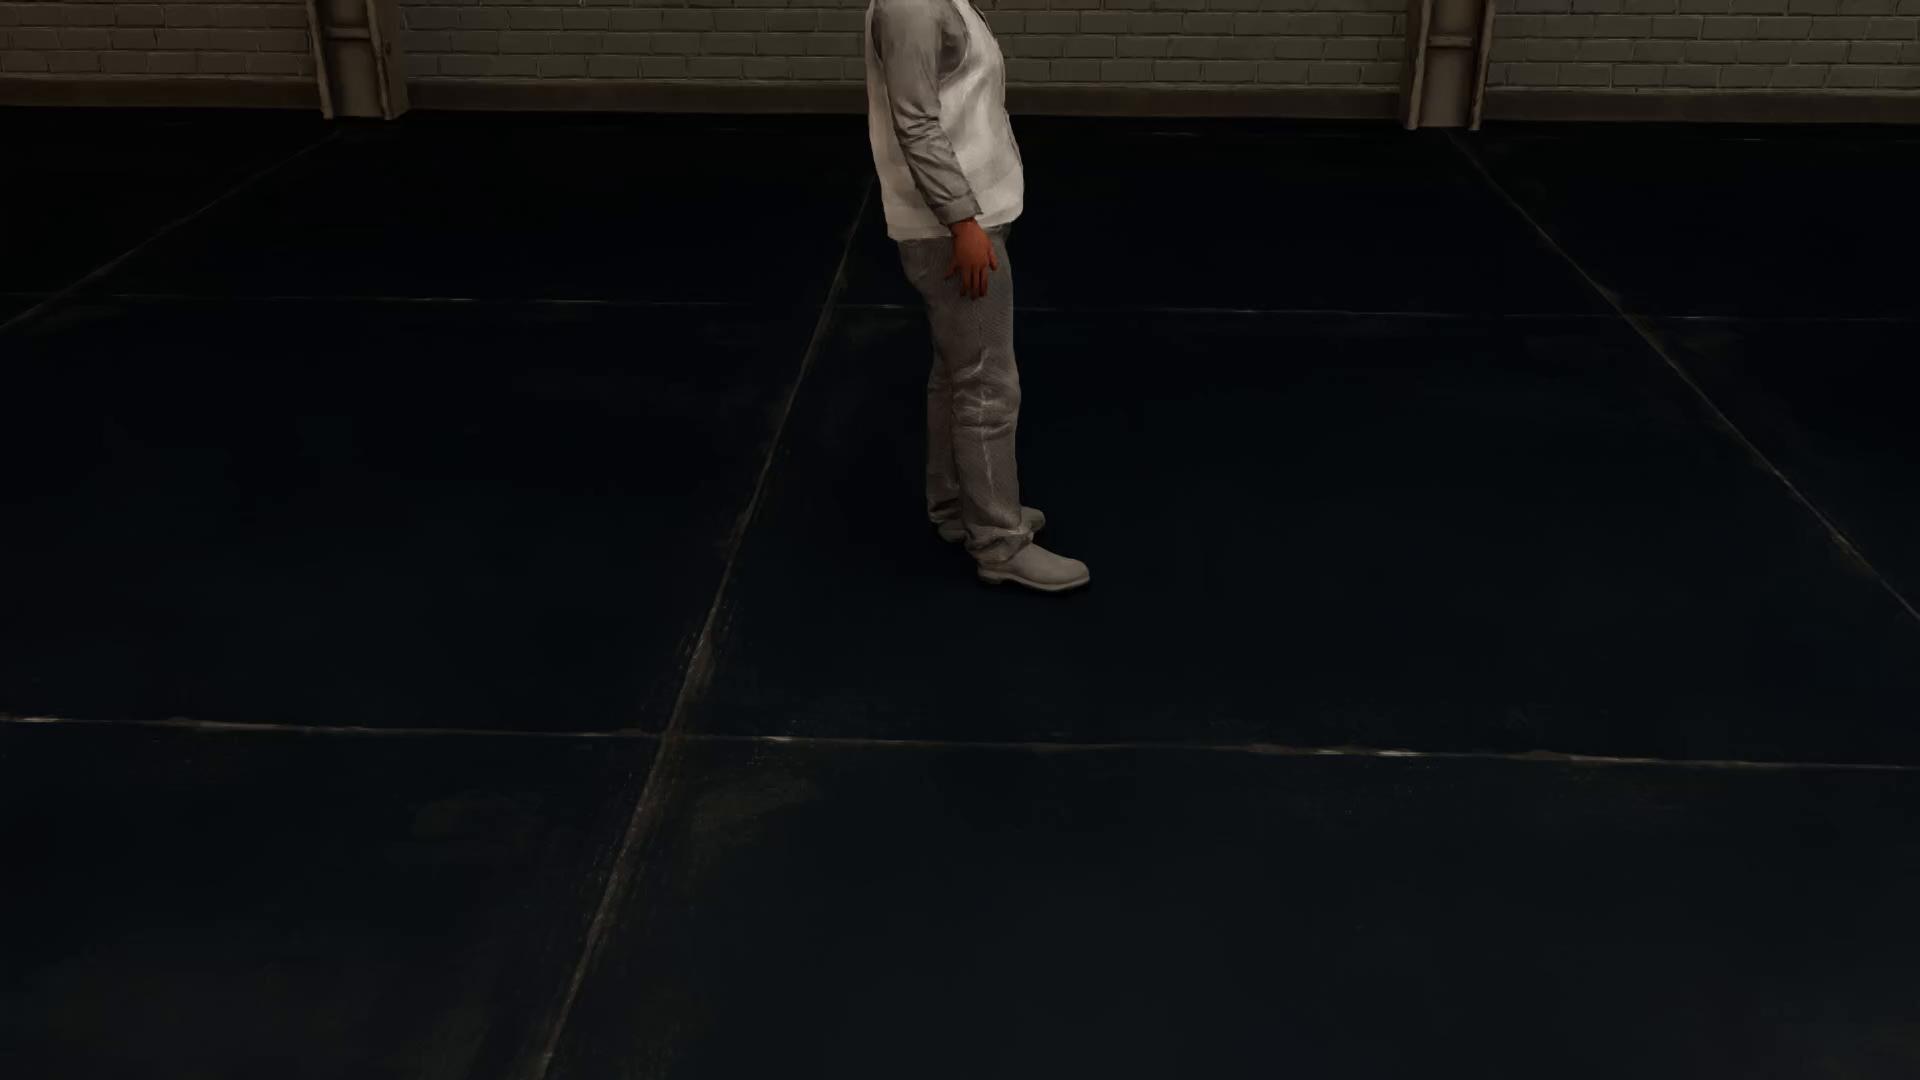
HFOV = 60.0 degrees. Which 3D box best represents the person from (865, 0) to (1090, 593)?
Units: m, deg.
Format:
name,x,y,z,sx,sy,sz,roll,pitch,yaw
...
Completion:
name,x,y,z,sx,sy,sz,roll,pitch,yaw
person,0.062,-0.797,4.116,0.567,1.773,0.632,1,26,2
